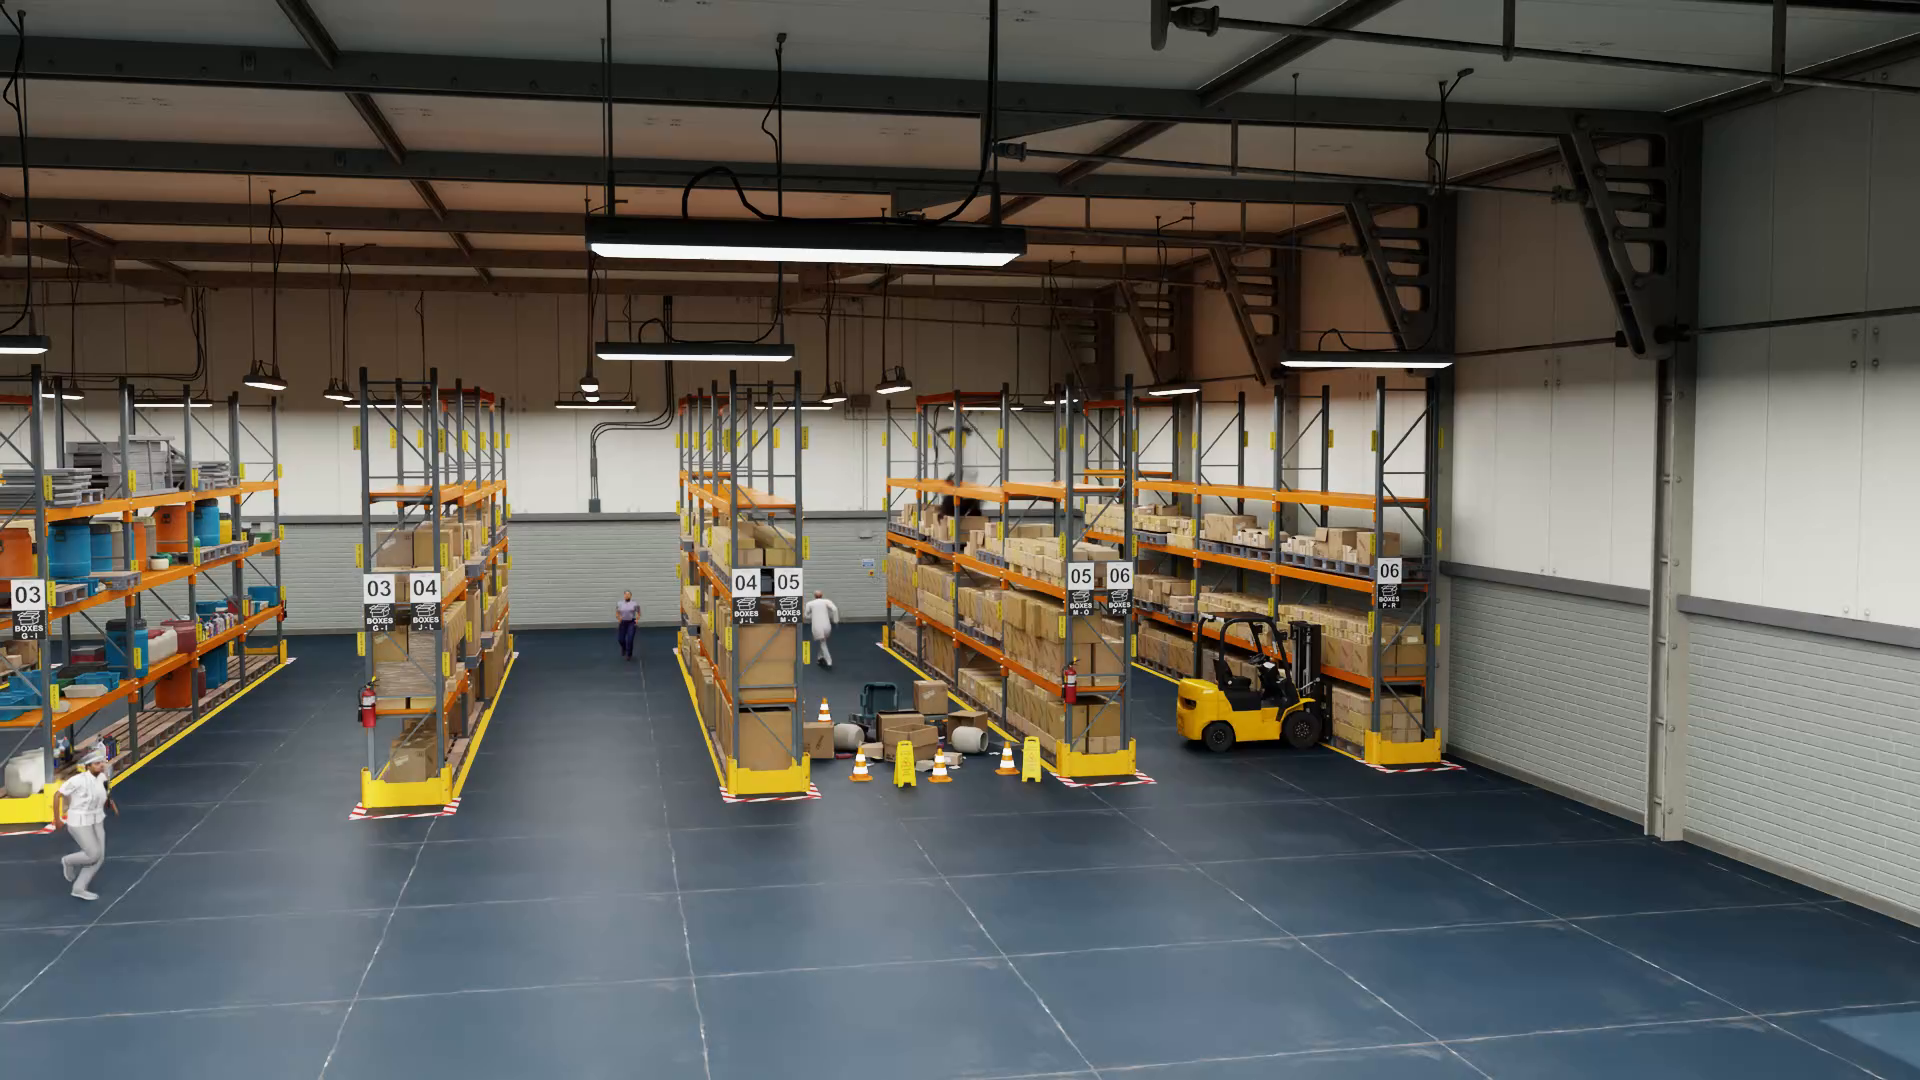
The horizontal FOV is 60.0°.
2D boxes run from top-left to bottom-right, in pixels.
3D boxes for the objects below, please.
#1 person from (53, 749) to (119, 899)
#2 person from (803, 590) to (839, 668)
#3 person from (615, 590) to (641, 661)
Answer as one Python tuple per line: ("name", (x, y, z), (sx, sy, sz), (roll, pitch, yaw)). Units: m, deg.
("person", (-9.526, 3.112, 18.191), (0.638, 1.649, 0.616), (1, 4, 17))
("person", (-3.051, 1.987, 36.735), (0.754, 1.708, 0.878), (-1, 4, -16))
("person", (-7.593, 1.947, 38.007), (0.581, 1.590, 0.561), (0, 3, -6))
